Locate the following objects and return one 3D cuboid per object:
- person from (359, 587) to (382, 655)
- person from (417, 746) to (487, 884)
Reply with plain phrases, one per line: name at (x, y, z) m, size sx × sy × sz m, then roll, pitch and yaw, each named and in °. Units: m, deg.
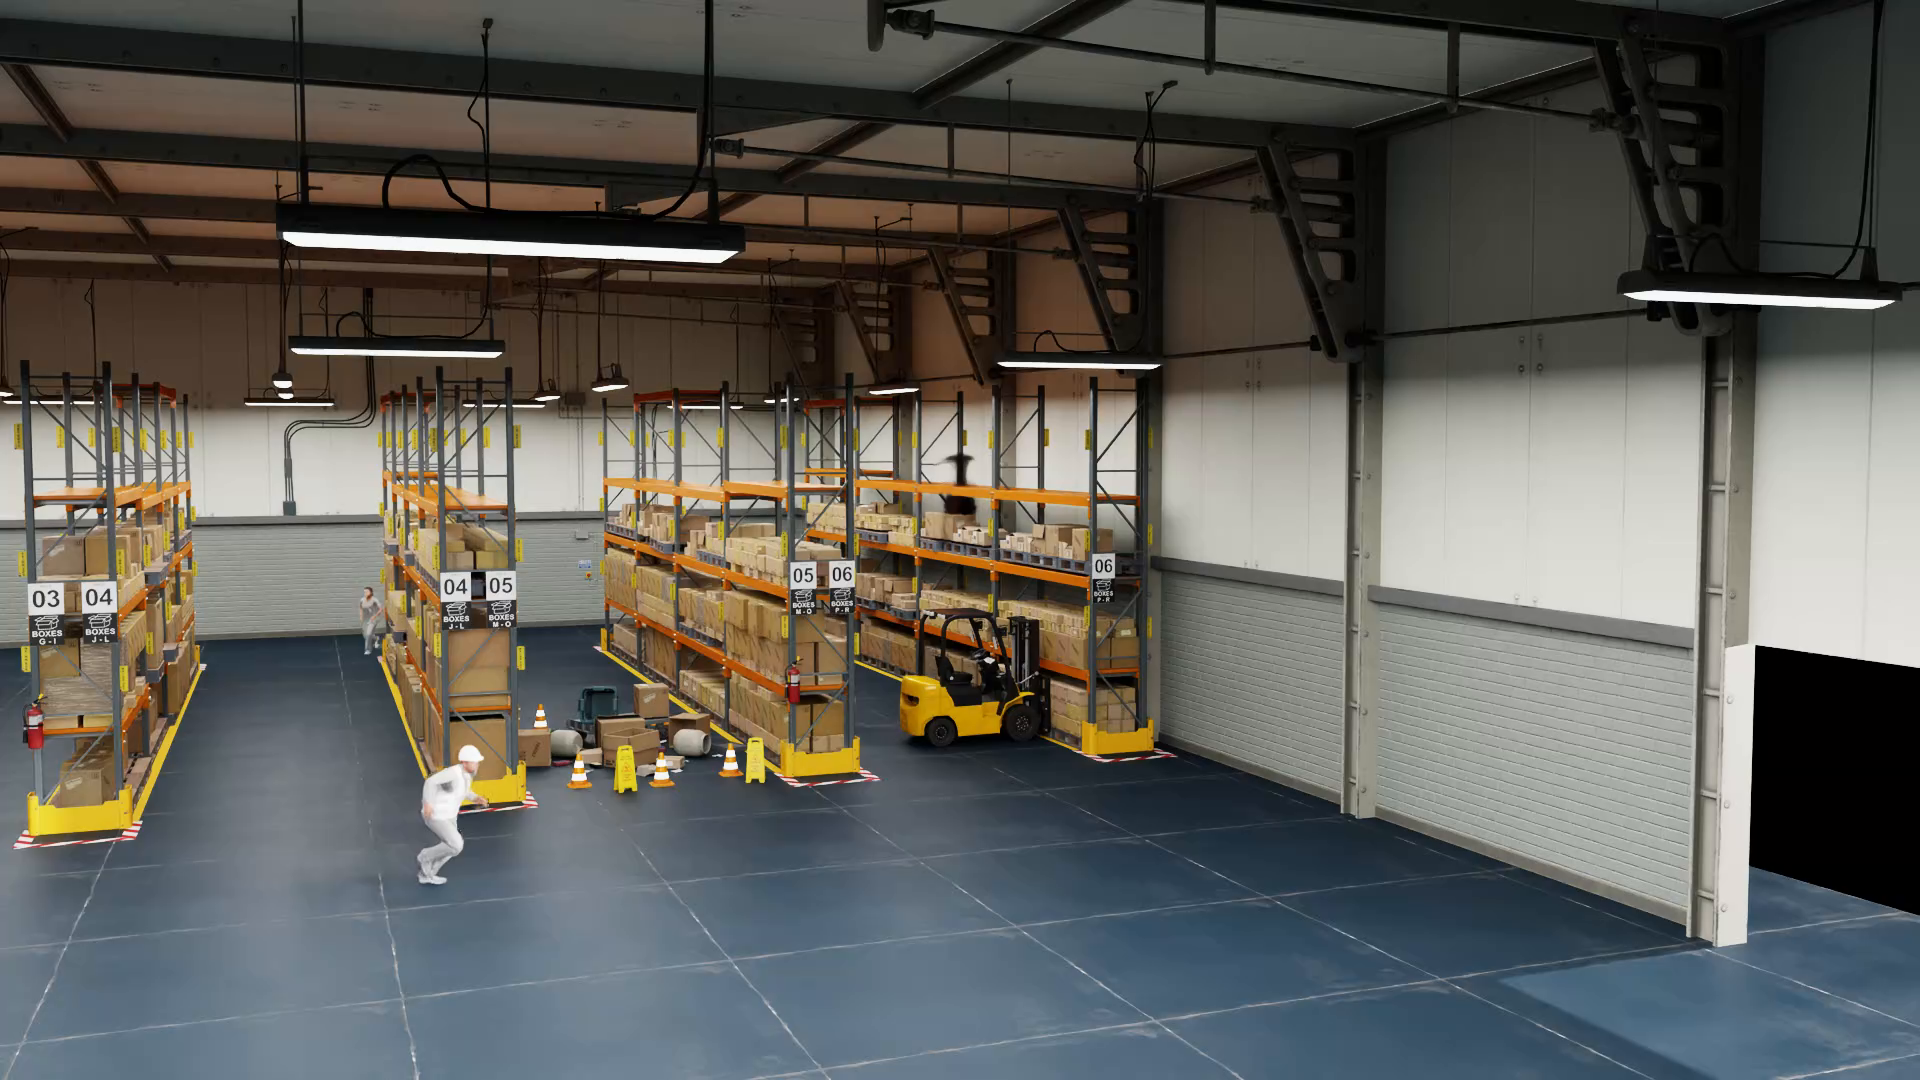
person at (-13.789, 1.879, 38.973) m, size 0.546 × 1.585 × 0.607 m, roll 0°, pitch 3°, yaw 7°
person at (-5.715, 3.089, 18.590) m, size 0.817 × 1.594 × 0.688 m, roll 1°, pitch 4°, yaw 11°
